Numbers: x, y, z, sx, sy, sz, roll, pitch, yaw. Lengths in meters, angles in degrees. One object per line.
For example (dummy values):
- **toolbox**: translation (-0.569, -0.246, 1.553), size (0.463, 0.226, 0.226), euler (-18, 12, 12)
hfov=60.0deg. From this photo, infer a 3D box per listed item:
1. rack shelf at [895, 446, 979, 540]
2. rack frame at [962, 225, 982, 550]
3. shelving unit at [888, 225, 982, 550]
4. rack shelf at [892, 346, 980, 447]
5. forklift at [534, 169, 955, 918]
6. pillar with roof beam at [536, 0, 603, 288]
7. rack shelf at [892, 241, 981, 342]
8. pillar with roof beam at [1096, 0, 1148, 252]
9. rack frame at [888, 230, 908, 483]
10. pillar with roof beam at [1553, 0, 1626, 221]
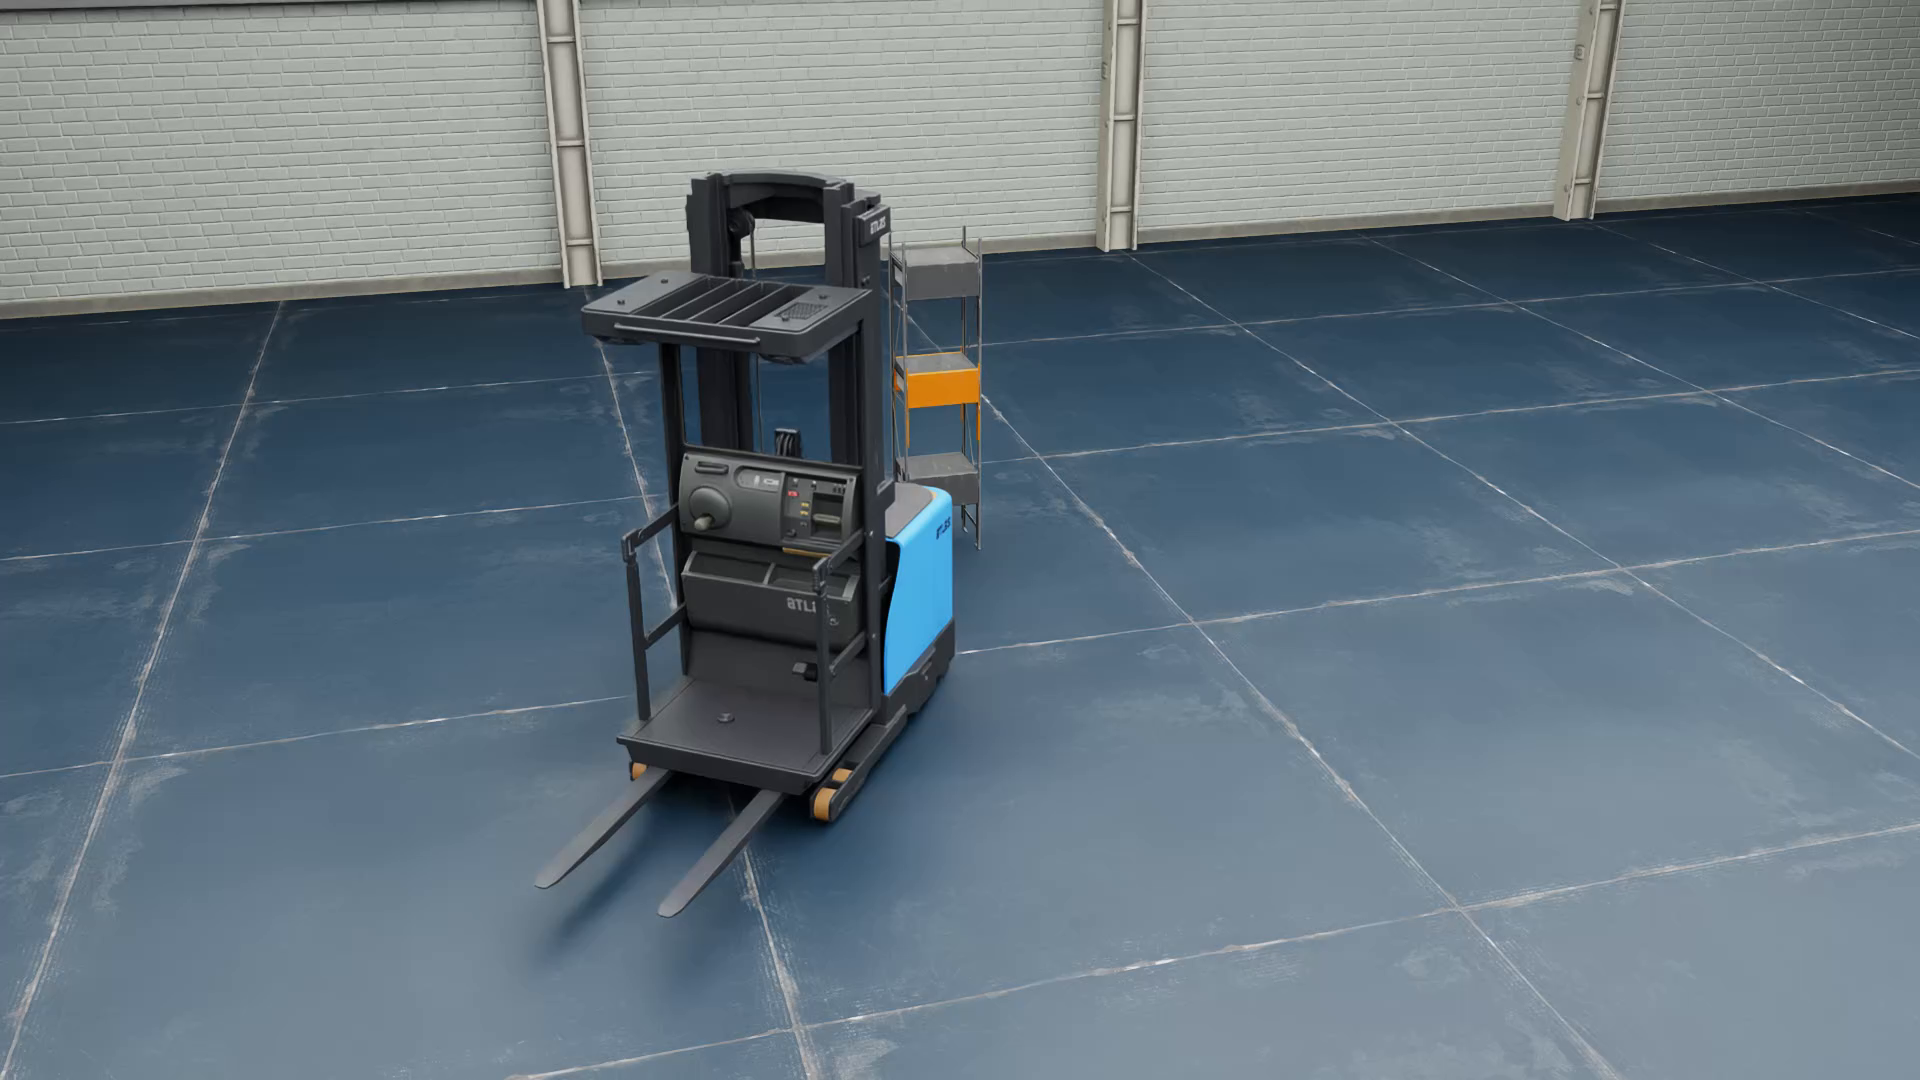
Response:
- **rack shelf**: translation (-0.159, -0.291, 11.076), size (0.480, 0.518, 0.431), euler (-6, 24, -14)
- **rack frame**: translation (0.076, -0.973, 10.855), size (0.015, 2.100, 0.400), euler (-6, 24, -14)
- **shelving unit**: translation (-0.159, -0.947, 10.795), size (0.503, 2.100, 0.431), euler (-6, 24, -14)
- **rack shelf**: translation (-0.159, -0.935, 10.800), size (0.480, 0.518, 0.431), euler (-6, 24, -14)
- **forklift**: translation (-1.013, -0.162, 7.910), size (1.130, 2.935, 3.031), euler (8, 25, 18)
- **pillar with roof beam**: translation (-2.824, -5.213, 11.987), size (0.400, 9.000, 9.100), euler (-6, 24, -14)
- **rack shelf**: translation (-0.159, -1.578, 10.524), size (0.480, 0.518, 0.431), euler (-6, 24, -14)
- **pillar with roof beam**: translation (2.953, -5.852, 13.476), size (0.400, 9.000, 9.100), euler (-6, 24, -14)
- **rack frame**: translation (-0.394, -0.921, 10.734), size (0.015, 2.100, 0.400), euler (-6, 24, -14)
- **pillar with roof beam**: translation (8.730, -6.491, 14.966), size (0.400, 9.000, 9.100), euler (-6, 24, -14)
